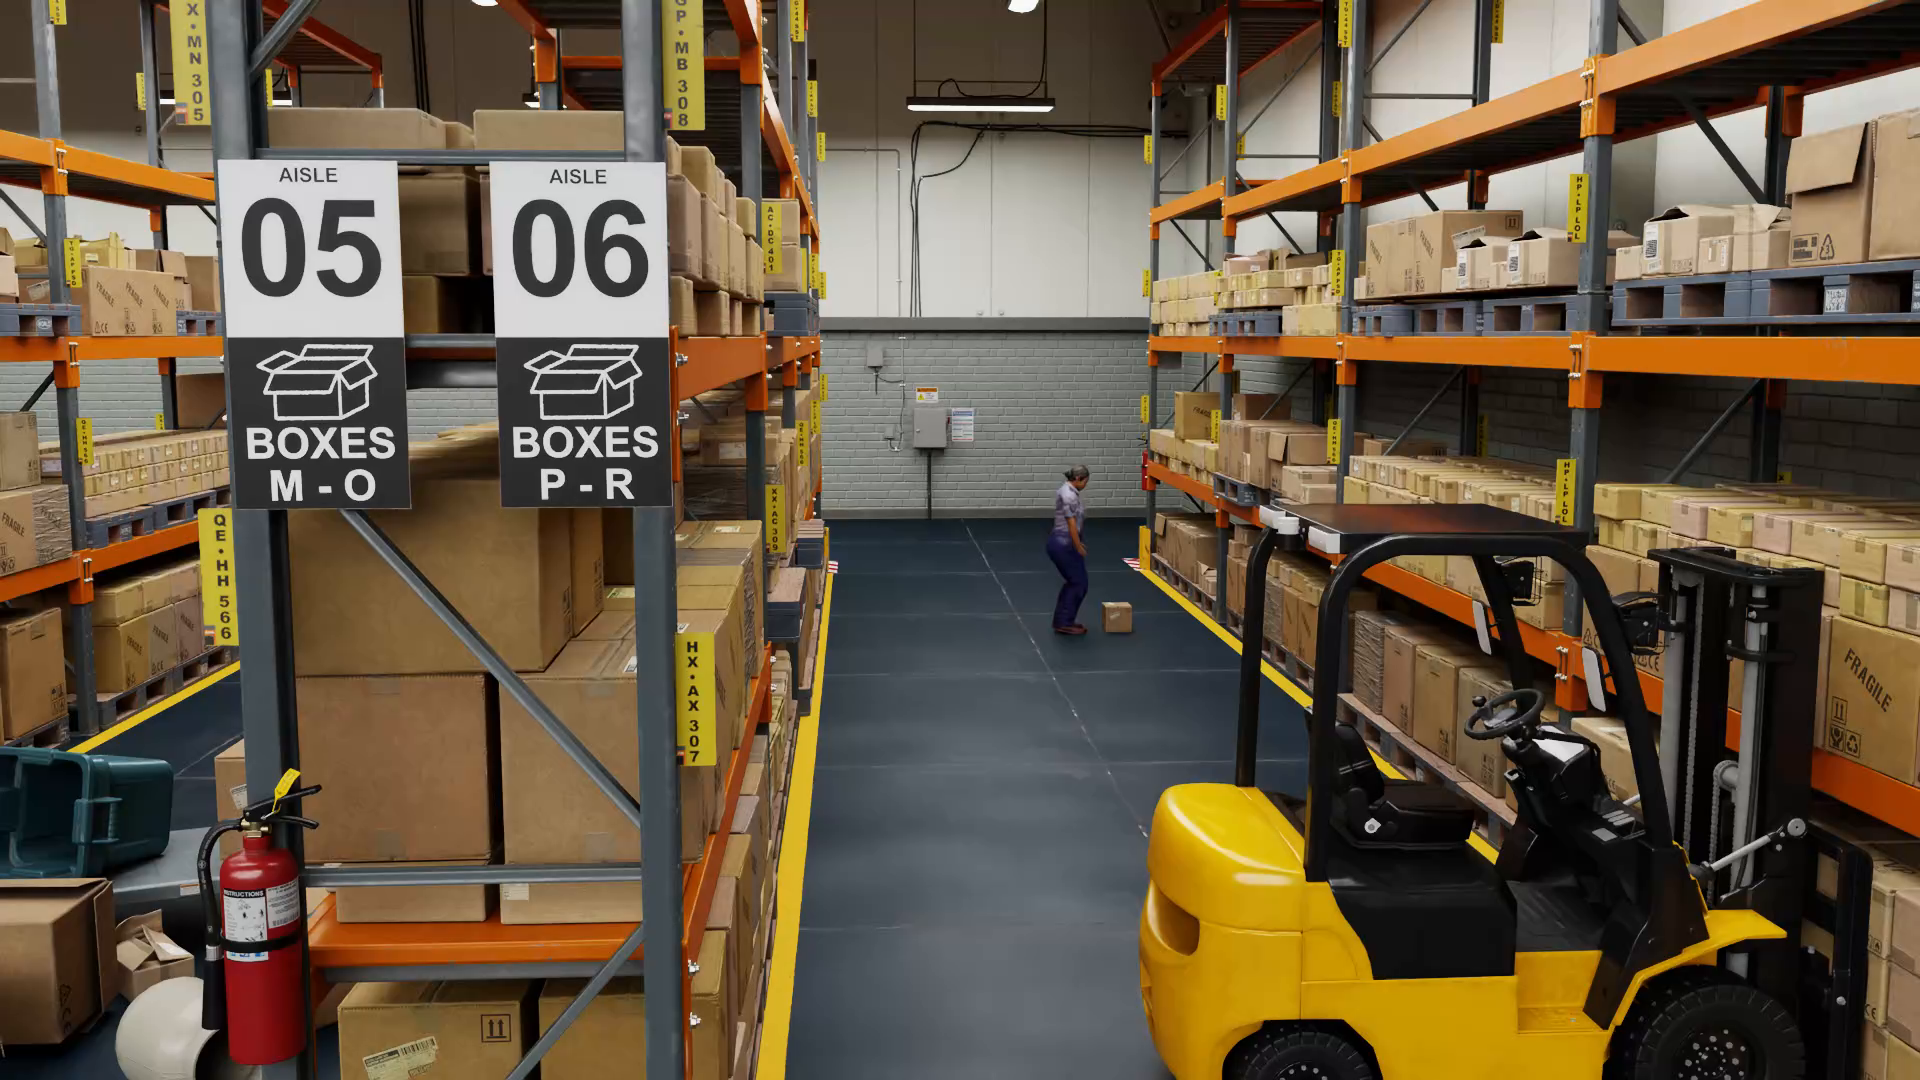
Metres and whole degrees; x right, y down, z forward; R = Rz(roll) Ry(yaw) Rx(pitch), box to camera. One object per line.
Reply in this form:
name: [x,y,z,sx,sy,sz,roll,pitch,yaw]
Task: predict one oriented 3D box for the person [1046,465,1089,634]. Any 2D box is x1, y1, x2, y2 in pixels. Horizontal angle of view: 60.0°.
person: [1.028,0.083,15.902,0.407,1.599,0.500,0,7,-2]
